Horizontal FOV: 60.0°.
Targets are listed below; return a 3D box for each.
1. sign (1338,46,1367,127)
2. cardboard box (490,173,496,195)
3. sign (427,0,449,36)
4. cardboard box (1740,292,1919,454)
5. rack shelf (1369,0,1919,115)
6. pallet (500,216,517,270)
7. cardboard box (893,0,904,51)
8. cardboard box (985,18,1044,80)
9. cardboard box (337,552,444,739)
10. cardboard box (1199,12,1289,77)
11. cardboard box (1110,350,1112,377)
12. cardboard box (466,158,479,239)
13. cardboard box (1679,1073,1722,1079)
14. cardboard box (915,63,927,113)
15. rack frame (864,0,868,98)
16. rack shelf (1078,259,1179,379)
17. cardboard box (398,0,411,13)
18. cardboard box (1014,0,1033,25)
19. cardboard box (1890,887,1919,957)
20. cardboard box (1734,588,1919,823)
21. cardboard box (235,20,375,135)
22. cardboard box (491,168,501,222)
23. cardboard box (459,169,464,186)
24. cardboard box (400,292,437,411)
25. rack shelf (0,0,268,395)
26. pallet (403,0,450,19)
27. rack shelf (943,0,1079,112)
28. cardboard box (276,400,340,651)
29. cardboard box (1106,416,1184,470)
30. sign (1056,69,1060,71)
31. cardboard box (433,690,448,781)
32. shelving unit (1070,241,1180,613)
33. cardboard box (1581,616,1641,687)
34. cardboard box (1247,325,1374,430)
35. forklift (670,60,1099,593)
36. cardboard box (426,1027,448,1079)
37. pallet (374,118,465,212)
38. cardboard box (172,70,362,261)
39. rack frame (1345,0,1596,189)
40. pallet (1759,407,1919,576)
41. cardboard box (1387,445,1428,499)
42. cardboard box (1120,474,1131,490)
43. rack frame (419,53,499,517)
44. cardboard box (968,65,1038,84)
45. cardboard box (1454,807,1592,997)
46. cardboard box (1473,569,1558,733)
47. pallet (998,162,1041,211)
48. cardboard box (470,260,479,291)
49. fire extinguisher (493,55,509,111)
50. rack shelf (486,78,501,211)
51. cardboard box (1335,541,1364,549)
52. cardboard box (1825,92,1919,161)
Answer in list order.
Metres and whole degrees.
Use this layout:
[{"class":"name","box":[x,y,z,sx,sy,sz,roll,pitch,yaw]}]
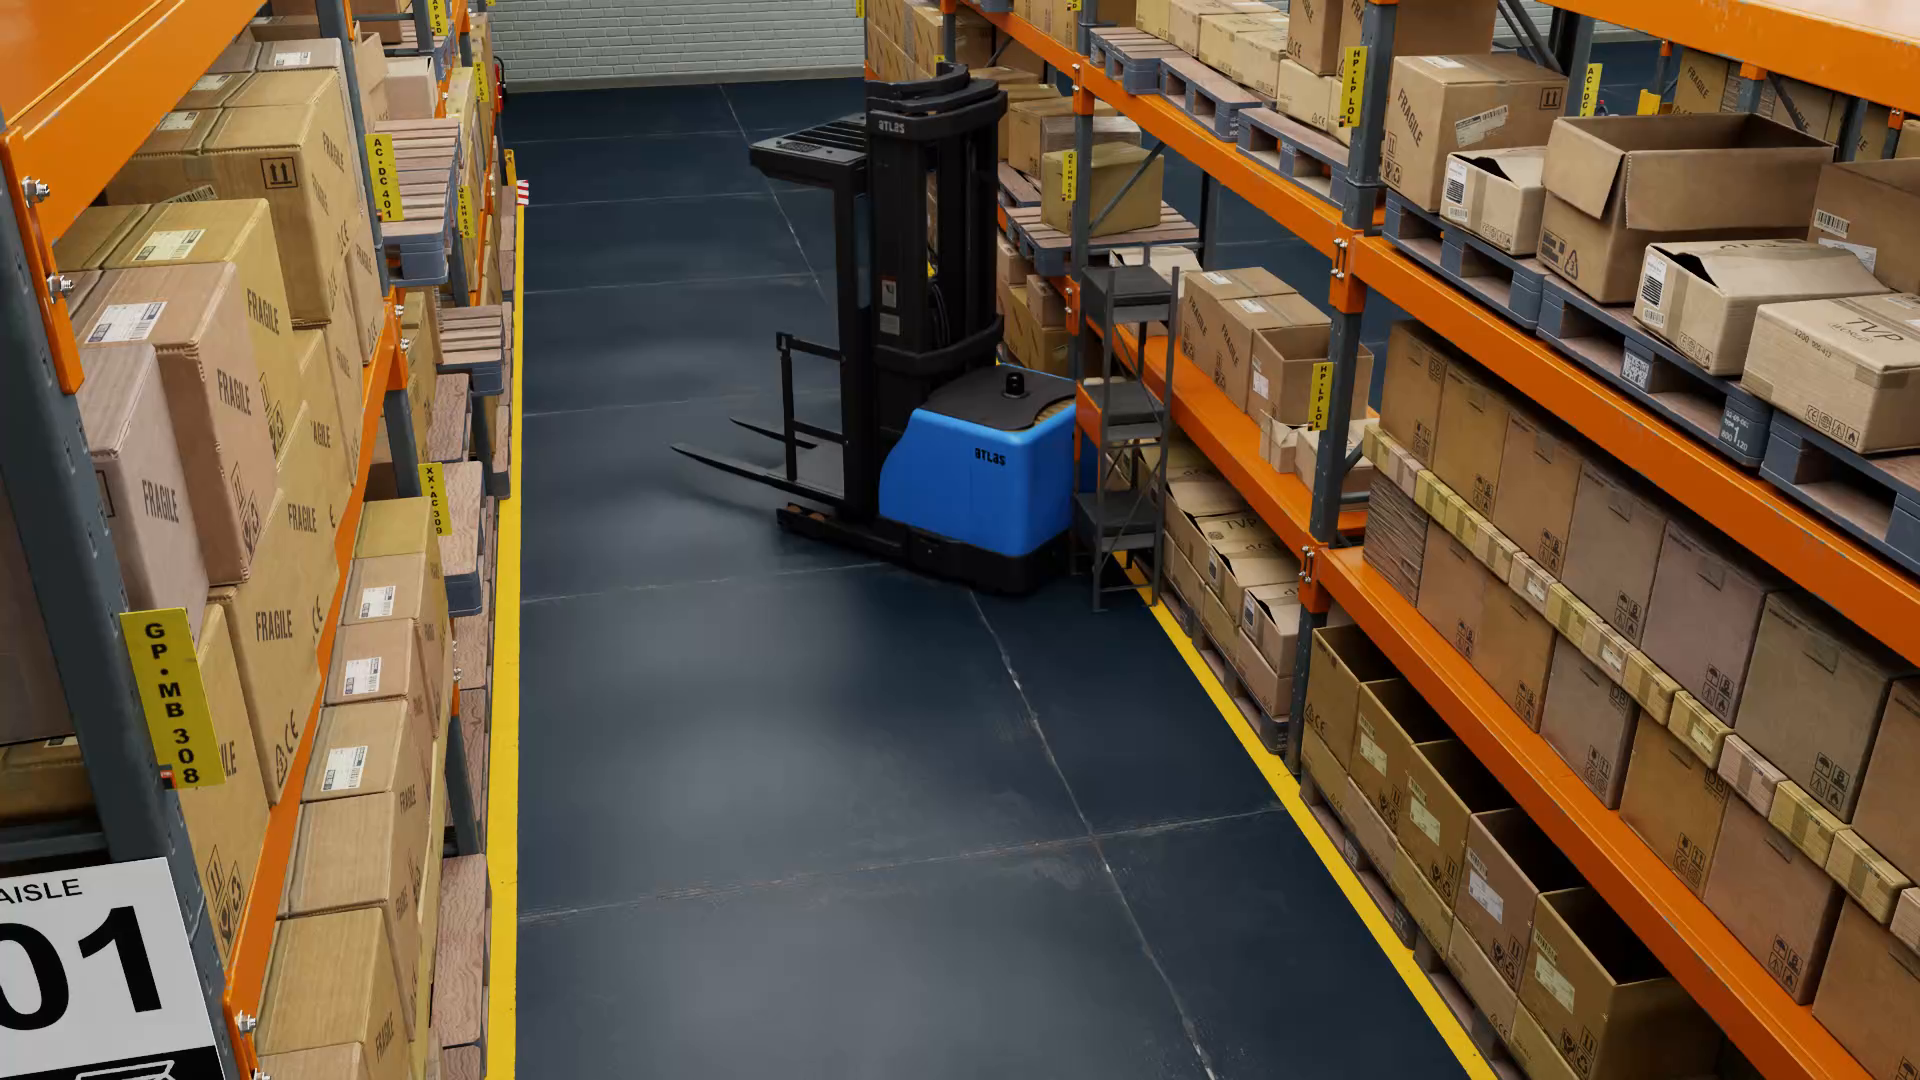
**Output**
[{"class":"sign","box":[1.628,-1.873,6.880,0.100,0.325,0.005,-6,27,-12]},{"class":"cardboard box","box":[-4.560,-3.327,15.602,0.380,0.149,0.250,-7,28,-13]},{"class":"sign","box":[-3.043,-3.098,9.656,0.100,0.325,0.005,-6,27,-12]},{"class":"cardboard box","box":[2.539,-0.467,4.563,0.500,0.250,0.500,-6,27,-12]},{"class":"rack shelf","box":[2.605,-1.523,5.022,1.077,0.370,4.000,-6,27,-12]},{"class":"pallet","box":[-4.847,-2.863,16.188,1.003,0.211,1.213,-6,27,-12]},{"class":"cardboard box","box":[-0.358,-5.088,16.281,0.500,0.500,0.500,-6,27,-12]},{"class":"cardboard box","box":[0.520,-4.461,15.038,0.500,0.500,0.500,-5,27,-10]},{"class":"cardboard box","box":[-2.145,0.400,5.940,0.500,0.500,0.500,-6,27,-12]},{"class":"cardboard box","box":[1.664,-2.764,9.268,0.500,0.250,0.500,-6,27,-13]},{"class":"cardboard box","box":[1.305,-1.517,12.712,0.500,0.500,0.500,-7,28,-13]},{"class":"cardboard box","box":[-3.652,-2.348,11.610,0.500,0.500,0.500,-6,27,-12]},{"class":"cardboard box","box":[2.523,2.150,5.747,0.500,0.250,0.500,-6,27,-12]},{"class":"cardboard box","box":[-0.129,-4.198,15.628,0.500,0.500,0.500,-5,27,-10]},{"class":"rack frame","box":[-0.550,-5.490,18.299,1.000,3.000,0.127,-6,27,-12]},{"class":"rack shelf","box":[0.939,-1.249,9.364,0.431,0.518,0.480,-6,27,-12]},{"class":"cardboard box","box":[-4.020,-3.732,10.887,0.700,0.500,0.500,-5,27,-9]},{"class":"cardboard box","box":[0.890,-4.002,11.911,0.910,0.500,0.500,-6,27,-12]},{"class":"cardboard box","box":[2.784,1.051,4.508,0.380,0.149,0.250,-6,27,-12]},{"class":"cardboard box","box":[2.827,0.450,4.978,0.700,0.500,0.500,-7,28,-13]},{"class":"cardboard box","box":[-2.994,-2.078,7.633,0.500,0.500,0.500,-7,28,-13]},{"class":"cardboard box","box":[-4.893,-3.320,16.306,0.700,0.500,0.500,-7,28,-13]},{"class":"cardboard box","box":[-3.430,-2.233,10.549,0.500,0.250,0.500,-5,27,-10]},{"class":"cardboard box","box":[-3.154,-0.965,8.733,0.700,0.500,0.500,-6,27,-12]},{"class":"rack shelf","box":[-2.220,-1.195,3.933,1.077,0.370,4.000,-6,27,-12]},{"class":"pallet","box":[-4.024,-3.496,11.229,1.003,0.211,1.213,-5,27,-9]},{"class":"rack shelf","box":[0.802,-3.874,12.566,1.077,0.370,4.000,-6,27,-12]},{"class":"cardboard box","box":[-1.808,0.007,3.946,0.500,0.500,0.500,-5,27,-9]},{"class":"cardboard box","box":[1.212,-0.699,10.769,0.500,0.311,0.500,-7,28,-13]},{"class":"sign","box":[0.891,-4.309,14.673,0.100,0.325,0.005,-6,27,-12]},{"class":"cardboard box","box":[-2.165,0.737,6.105,0.500,0.250,0.500,-6,27,-11]},{"class":"shelving unit","box":[0.936,-0.634,9.670,0.431,2.100,0.503,-6,27,-12]},{"class":"cardboard box","box":[2.433,0.370,5.856,0.380,0.149,0.250,-6,27,-12]},{"class":"cardboard box","box":[1.879,-0.837,8.968,0.500,0.500,0.500,-4,27,-8]},{"class":"forklift","box":[-0.582,-1.492,10.453,3.031,2.935,1.130,18,32,31]},{"class":"cardboard box","box":[-2.083,2.068,5.610,0.700,0.500,0.500,-8,28,-15]},{"class":"pallet","box":[-2.943,-1.710,7.688,1.213,0.211,1.003,-6,27,-12]},{"class":"cardboard box","box":[-2.159,-1.123,5.075,0.500,0.500,0.500,-4,27,-9]},{"class":"rack frame","box":[2.154,-2.900,6.510,1.000,3.000,0.127,-6,27,-12]},{"class":"pallet","box":[2.922,-0.079,4.347,1.003,0.211,1.213,-6,27,-12]},{"class":"cardboard box","box":[2.083,-0.309,7.202,0.380,0.149,0.250,-6,27,-11]},{"class":"cardboard box","box":[1.322,-0.230,10.463,0.500,0.250,0.500,-7,28,-13]},{"class":"rack frame","box":[-3.572,-1.474,10.341,1.000,3.000,0.127,-6,27,-12]},{"class":"cardboard box","box":[0.240,-3.736,14.245,0.700,0.500,0.500,-16,31,-29]},{"class":"cardboard box","box":[2.294,1.377,6.447,0.500,0.500,0.500,-6,27,-12]},{"class":"cardboard box","box":[2.495,0.379,6.560,0.700,0.500,0.500,-6,27,-11]},{"class":"pallet","box":[0.810,-2.746,13.074,1.003,0.211,1.213,-6,27,-12]},{"class":"cardboard box","box":[-3.447,-1.775,11.195,0.380,0.149,0.250,-5,27,-10]},{"class":"fire extinguisher","box":[-4.960,-4.898,17.624,0.296,0.674,0.183,-6,27,-12]},{"class":"rack shelf","box":[-4.925,-3.786,15.721,1.077,0.370,4.000,-6,27,-12]},{"class":"cardboard box","box":[2.196,0.140,9.106,0.500,0.311,0.500,-6,27,-12]},{"class":"cardboard box","box":[9.933,-4.275,17.784,0.875,0.875,0.875,-6,27,-12]}]
